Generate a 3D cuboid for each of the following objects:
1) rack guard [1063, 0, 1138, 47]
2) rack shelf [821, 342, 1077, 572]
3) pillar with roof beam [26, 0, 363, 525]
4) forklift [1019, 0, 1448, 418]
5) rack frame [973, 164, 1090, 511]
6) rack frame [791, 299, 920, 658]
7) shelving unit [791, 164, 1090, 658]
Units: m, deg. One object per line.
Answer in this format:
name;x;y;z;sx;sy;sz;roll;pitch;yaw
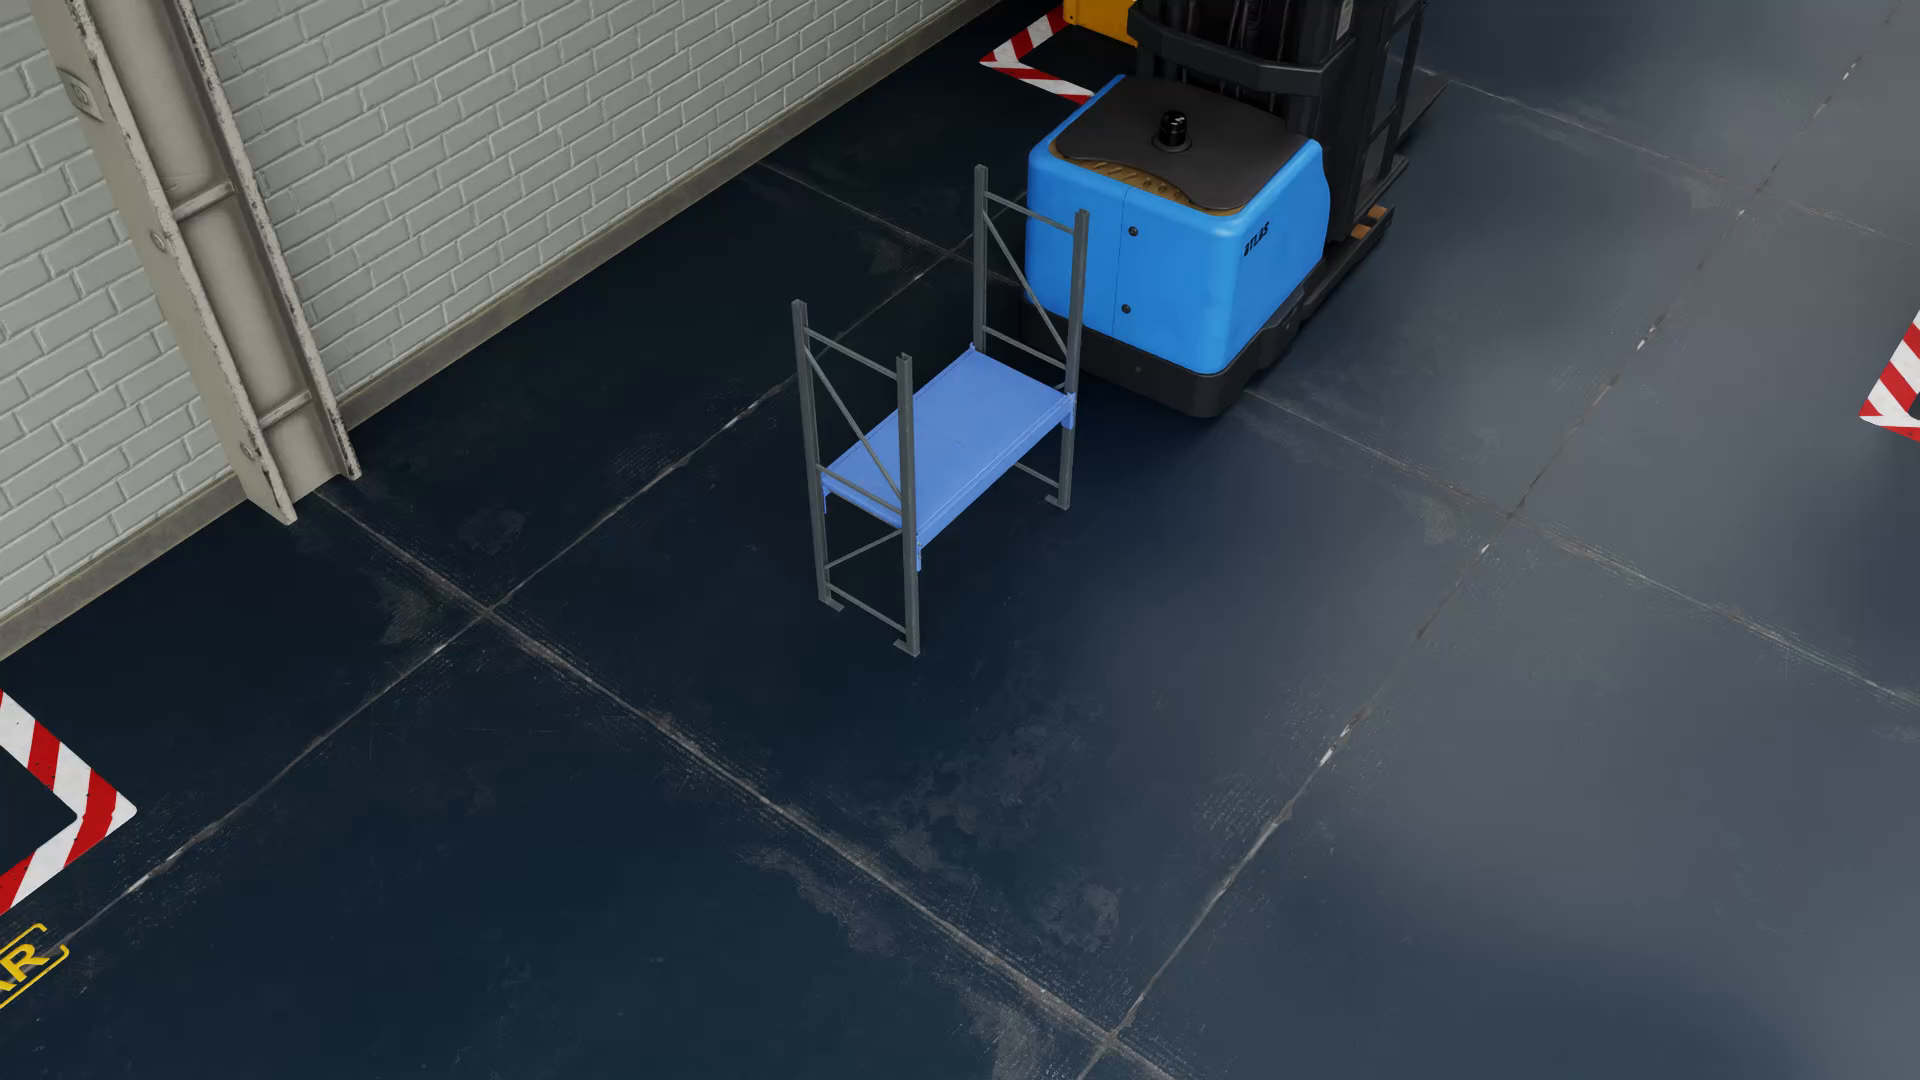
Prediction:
rack guard;1.150;-3.107;9.537;1.175;0.500;0.348;29;53;25
rack shelf;-0.052;-0.345;6.456;0.538;0.185;1.000;29;53;25
pillar with roof beam;0.585;-1.446;2.073;9.100;9.000;0.400;29;53;25
forklift;1.516;-2.589;7.361;1.130;2.935;3.031;26;52;23
rack frame;0.259;-0.760;6.604;0.500;1.500;0.032;29;53;25
rack frame;-0.363;-0.178;6.048;0.500;1.500;0.032;29;53;25
shelving unit;-0.052;-0.469;6.326;0.538;1.500;1.048;29;53;25
